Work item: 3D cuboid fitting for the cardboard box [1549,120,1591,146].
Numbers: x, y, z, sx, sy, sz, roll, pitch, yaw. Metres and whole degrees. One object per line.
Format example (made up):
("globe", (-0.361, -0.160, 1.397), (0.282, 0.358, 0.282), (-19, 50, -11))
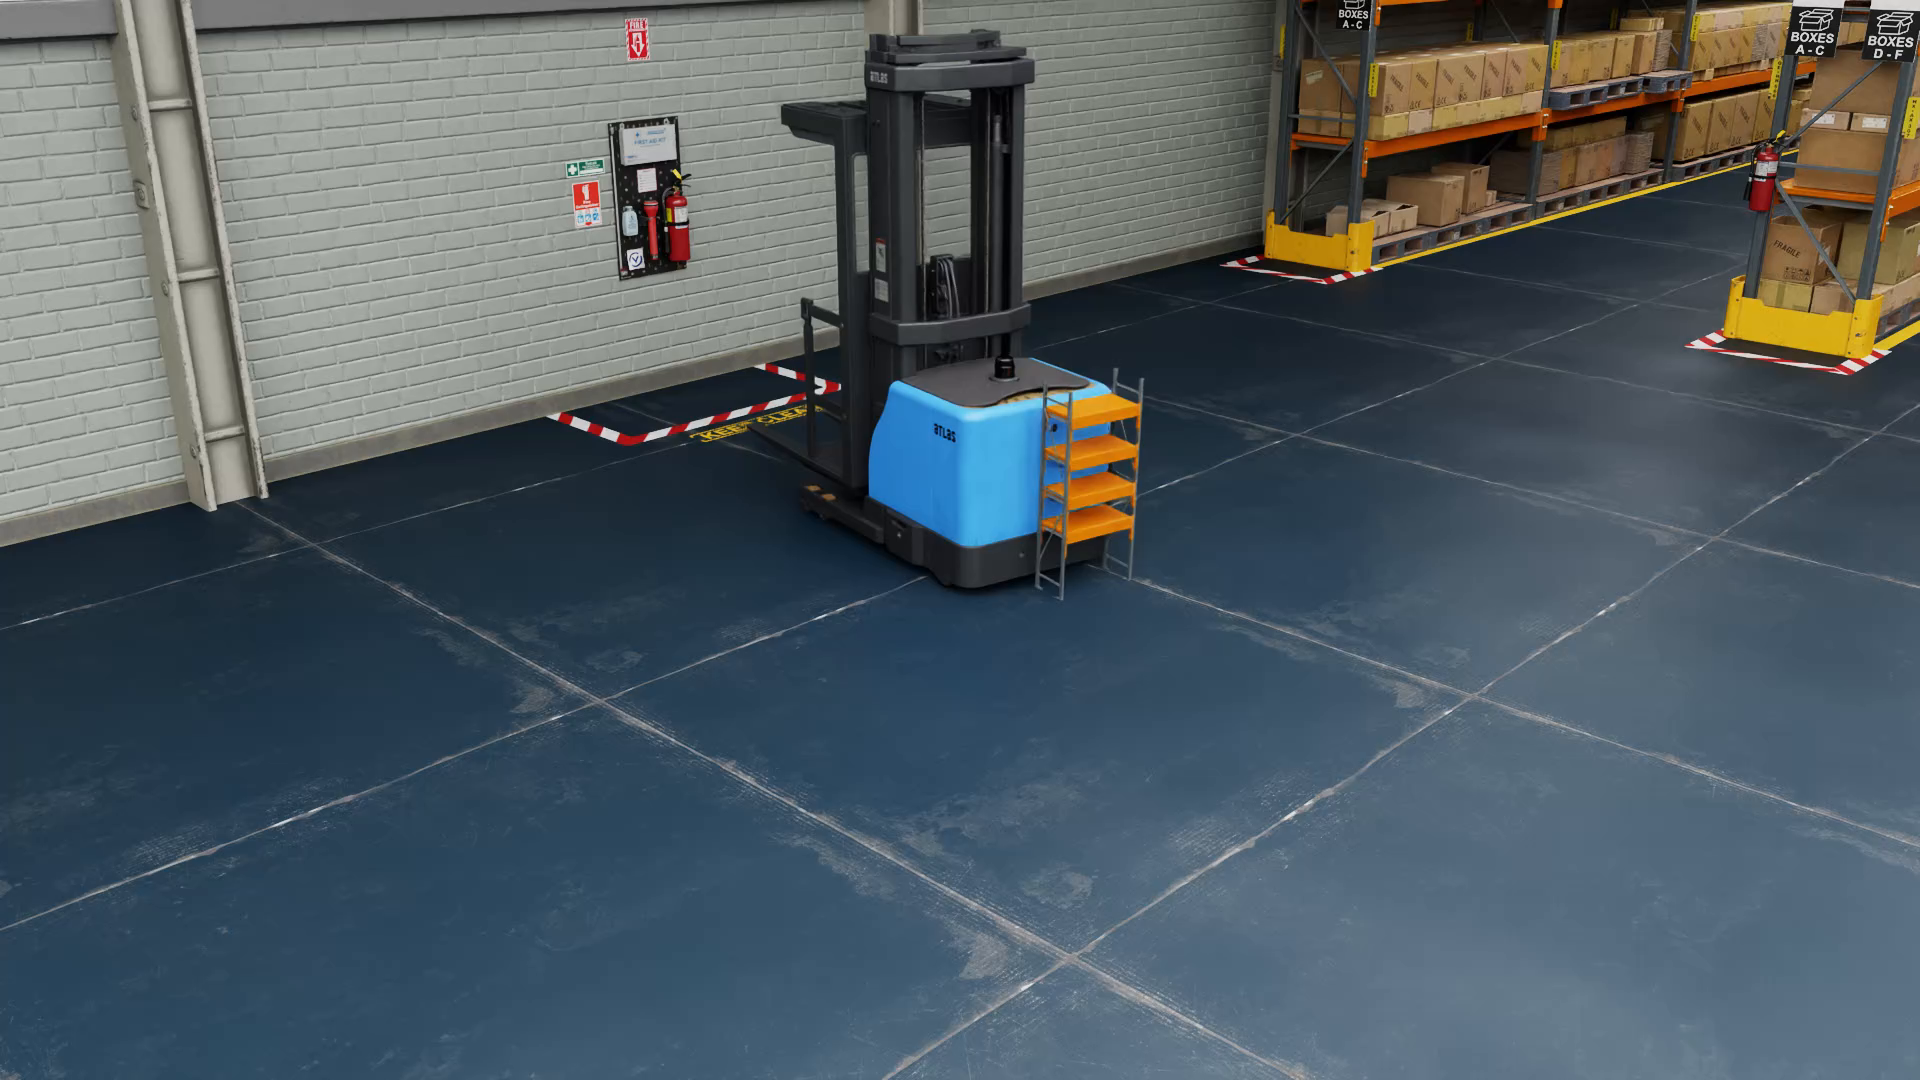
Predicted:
("cardboard box", (7.723, -5.217, 21.292), (0.500, 0.250, 0.500), (18, 28, 39))

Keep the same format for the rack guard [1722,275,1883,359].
("rack guard", (7.301, -1.946, 14.440), (1.175, 0.500, 0.348), (19, 28, 41))

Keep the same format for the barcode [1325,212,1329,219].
("barcode", (4.040, -3.572, 18.310), (0.001, 0.075, 0.075), (19, 28, 41))

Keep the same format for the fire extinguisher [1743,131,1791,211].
("fire extinguisher", (6.903, -3.169, 14.245), (0.296, 0.674, 0.183), (19, 28, 41))

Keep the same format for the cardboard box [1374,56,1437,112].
("cardboard box", (4.667, -4.819, 17.568), (0.500, 0.500, 0.500), (19, 28, 41))

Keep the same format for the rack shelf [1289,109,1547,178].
("rack shelf", (5.162, -4.536, 18.698), (1.077, 0.370, 4.000), (19, 28, 41))

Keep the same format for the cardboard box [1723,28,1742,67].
("cardboard box", (10.588, -6.929, 23.340), (0.500, 0.500, 0.500), (19, 28, 40))

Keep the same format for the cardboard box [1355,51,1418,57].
("cardboard box", (4.659, -5.082, 18.252), (0.500, 0.500, 0.500), (18, 28, 39))

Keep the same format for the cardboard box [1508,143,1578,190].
("cardboard box", (7.383, -4.763, 21.157), (0.700, 0.500, 0.500), (19, 28, 40))

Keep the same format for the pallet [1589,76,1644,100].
("pallet", (7.996, -5.805, 21.265), (1.003, 0.211, 1.213), (19, 28, 41))

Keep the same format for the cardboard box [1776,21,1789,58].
("cardboard box", (11.996, -7.455, 24.709), (0.500, 0.500, 0.500), (19, 28, 40))

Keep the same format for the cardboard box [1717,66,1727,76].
("cardboard box", (10.620, -6.671, 23.571), (0.250, 0.149, 0.380), (-20, 28, -41))

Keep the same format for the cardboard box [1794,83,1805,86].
("cardboard box", (13.395, -7.289, 26.851), (0.380, 0.149, 0.250), (19, 28, 40))

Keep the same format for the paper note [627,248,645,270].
("paper note", (-2.475, -2.147, 12.707), (0.016, 0.148, 0.142), (19, 28, 41))

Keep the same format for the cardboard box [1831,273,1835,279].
("cardboard box", (7.821, -2.375, 15.319), (0.500, 0.250, 0.500), (19, 28, 41))

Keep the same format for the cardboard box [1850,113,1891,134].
("cardboard box", (7.746, -3.515, 13.996), (0.380, 0.149, 0.250), (19, 28, 40))

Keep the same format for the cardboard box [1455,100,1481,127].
("cardboard box", (5.400, -4.739, 18.404), (0.500, 0.250, 0.500), (20, 28, 41))

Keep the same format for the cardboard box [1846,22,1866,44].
("cardboard box", (14.080, -8.287, 27.036), (0.980, 0.700, 0.700), (19, 28, 40))

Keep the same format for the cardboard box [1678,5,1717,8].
("cardboard box", (10.557, -7.535, 23.870), (0.500, 0.250, 0.500), (18, 28, 39))

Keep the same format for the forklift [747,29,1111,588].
("forklift", (-0.367, -1.577, 10.091), (1.130, 2.935, 3.031), (-13, 25, -31))

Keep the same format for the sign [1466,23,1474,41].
("sign", (6.157, -6.064, 20.058), (0.100, 0.325, 0.005), (19, 28, 41))

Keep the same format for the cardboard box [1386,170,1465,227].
("cardboard box", (5.259, -3.874, 18.844), (0.700, 0.500, 0.500), (17, 27, 37))

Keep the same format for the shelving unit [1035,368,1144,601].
("shelving unit", (0.710, -0.306, 9.186), (0.503, 1.200, 0.258), (-14, 27, -32))

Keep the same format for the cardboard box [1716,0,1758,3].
("cardboard box", (11.630, -7.934, 24.909), (0.500, 0.250, 0.500), (-19, 28, -40))

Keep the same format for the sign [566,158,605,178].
("sign", (-2.752, -2.733, 12.215), (0.001, 0.109, 0.331), (19, 28, 41))

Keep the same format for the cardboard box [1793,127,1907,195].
("cardboard box", (7.653, -3.282, 14.294), (0.700, 0.500, 0.500), (19, 28, 41))

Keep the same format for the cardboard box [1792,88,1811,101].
("cardboard box", (13.102, -6.983, 26.057), (0.250, 0.149, 0.380), (-19, 28, -40))

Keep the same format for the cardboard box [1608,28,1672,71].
("cardboard box", (9.027, -6.543, 22.164), (0.700, 0.500, 0.500), (15, 26, 35))

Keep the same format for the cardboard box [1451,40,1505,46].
("cardboard box", (6.079, -5.607, 19.617), (0.500, 0.500, 0.500), (18, 28, 39))

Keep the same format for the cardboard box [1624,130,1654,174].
("cardboard box", (8.882, -5.255, 22.435), (0.500, 0.500, 0.700), (-20, 29, -41))

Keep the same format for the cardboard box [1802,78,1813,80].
("cardboard box", (14.103, -7.549, 27.530), (0.380, 0.149, 0.250), (19, 28, 41))

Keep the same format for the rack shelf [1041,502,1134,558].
("rack shelf", (0.705, -0.061, 9.289), (0.480, 0.148, 0.258), (-14, 27, -32))

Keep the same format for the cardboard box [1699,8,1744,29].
("cardboard box", (10.569, -7.279, 23.205), (0.500, 0.250, 0.500), (20, 28, 41))

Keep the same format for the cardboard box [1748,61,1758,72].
("cardboard box", (11.372, -6.922, 24.224), (0.380, 0.149, 0.250), (19, 28, 41))

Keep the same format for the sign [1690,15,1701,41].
("sign", (9.743, -6.784, 22.041), (0.100, 0.325, 0.005), (19, 28, 41))

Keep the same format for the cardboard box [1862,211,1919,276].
("cardboard box", (8.539, -2.724, 15.184), (0.500, 0.500, 0.500), (19, 28, 41))

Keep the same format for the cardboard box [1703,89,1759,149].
("cardboard box", (11.159, -6.206, 24.451), (0.750, 0.750, 0.750), (-19, 28, -40))

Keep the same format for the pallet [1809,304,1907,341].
("pallet", (7.822, -2.024, 15.047), (1.003, 0.211, 1.213), (19, 28, 41))

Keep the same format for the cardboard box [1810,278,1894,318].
("cardboard box", (7.852, -2.114, 14.640), (0.500, 0.250, 0.500), (19, 28, 41))

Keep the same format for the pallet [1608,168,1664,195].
("pallet", (8.801, -4.912, 22.560), (1.003, 0.211, 1.213), (19, 28, 41))

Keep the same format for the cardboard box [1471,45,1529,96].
("cardboard box", (6.104, -5.347, 18.940), (0.500, 0.500, 0.500), (19, 28, 40))

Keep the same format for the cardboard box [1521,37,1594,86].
("cardboard box", (7.331, -5.902, 20.497), (0.500, 0.500, 0.700), (-17, 27, -37))

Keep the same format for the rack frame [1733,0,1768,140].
("rack frame", (12.138, -7.442, 25.257), (1.000, 3.000, 0.127), (19, 28, 41))

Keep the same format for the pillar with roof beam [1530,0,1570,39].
("pillar with roof beam", (10.905, -8.019, 18.396), (9.100, 9.000, 0.400), (19, 28, 41))

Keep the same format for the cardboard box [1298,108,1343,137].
("cardboard box", (3.954, -4.466, 17.693), (0.500, 0.250, 0.500), (-20, 28, -41))

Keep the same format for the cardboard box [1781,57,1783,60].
("cardboard box", (12.105, -7.177, 24.888), (0.380, 0.149, 0.250), (20, 28, 41))

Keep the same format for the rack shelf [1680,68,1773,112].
("rack shelf", (10.742, -6.592, 24.048), (1.077, 0.370, 4.000), (19, 28, 41))
